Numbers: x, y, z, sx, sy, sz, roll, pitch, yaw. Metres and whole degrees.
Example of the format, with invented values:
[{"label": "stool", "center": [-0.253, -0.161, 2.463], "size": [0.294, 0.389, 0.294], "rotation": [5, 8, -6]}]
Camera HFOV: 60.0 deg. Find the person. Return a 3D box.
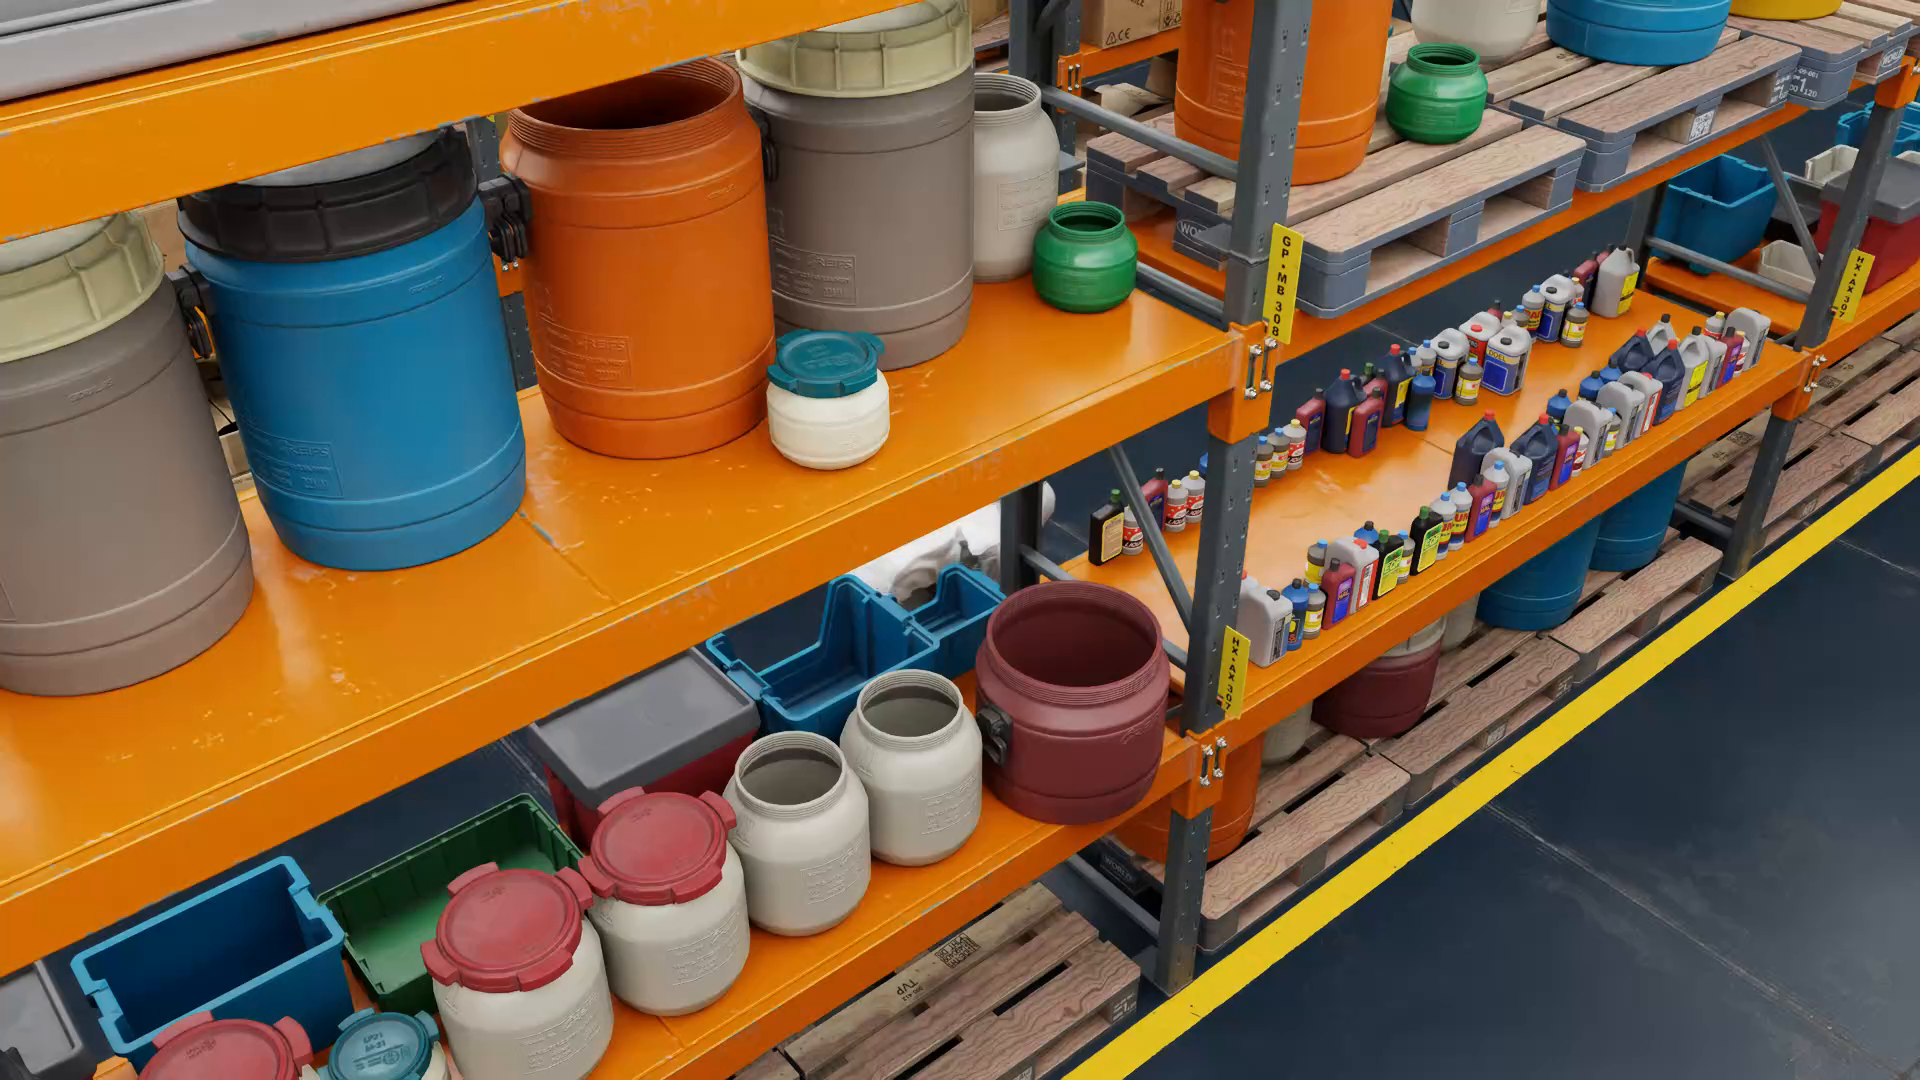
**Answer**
[{"label": "person", "center": [-0.050, 0.250, 7.344], "size": [0.999, 1.032, 0.512], "rotation": [-13, 38, -17]}]
